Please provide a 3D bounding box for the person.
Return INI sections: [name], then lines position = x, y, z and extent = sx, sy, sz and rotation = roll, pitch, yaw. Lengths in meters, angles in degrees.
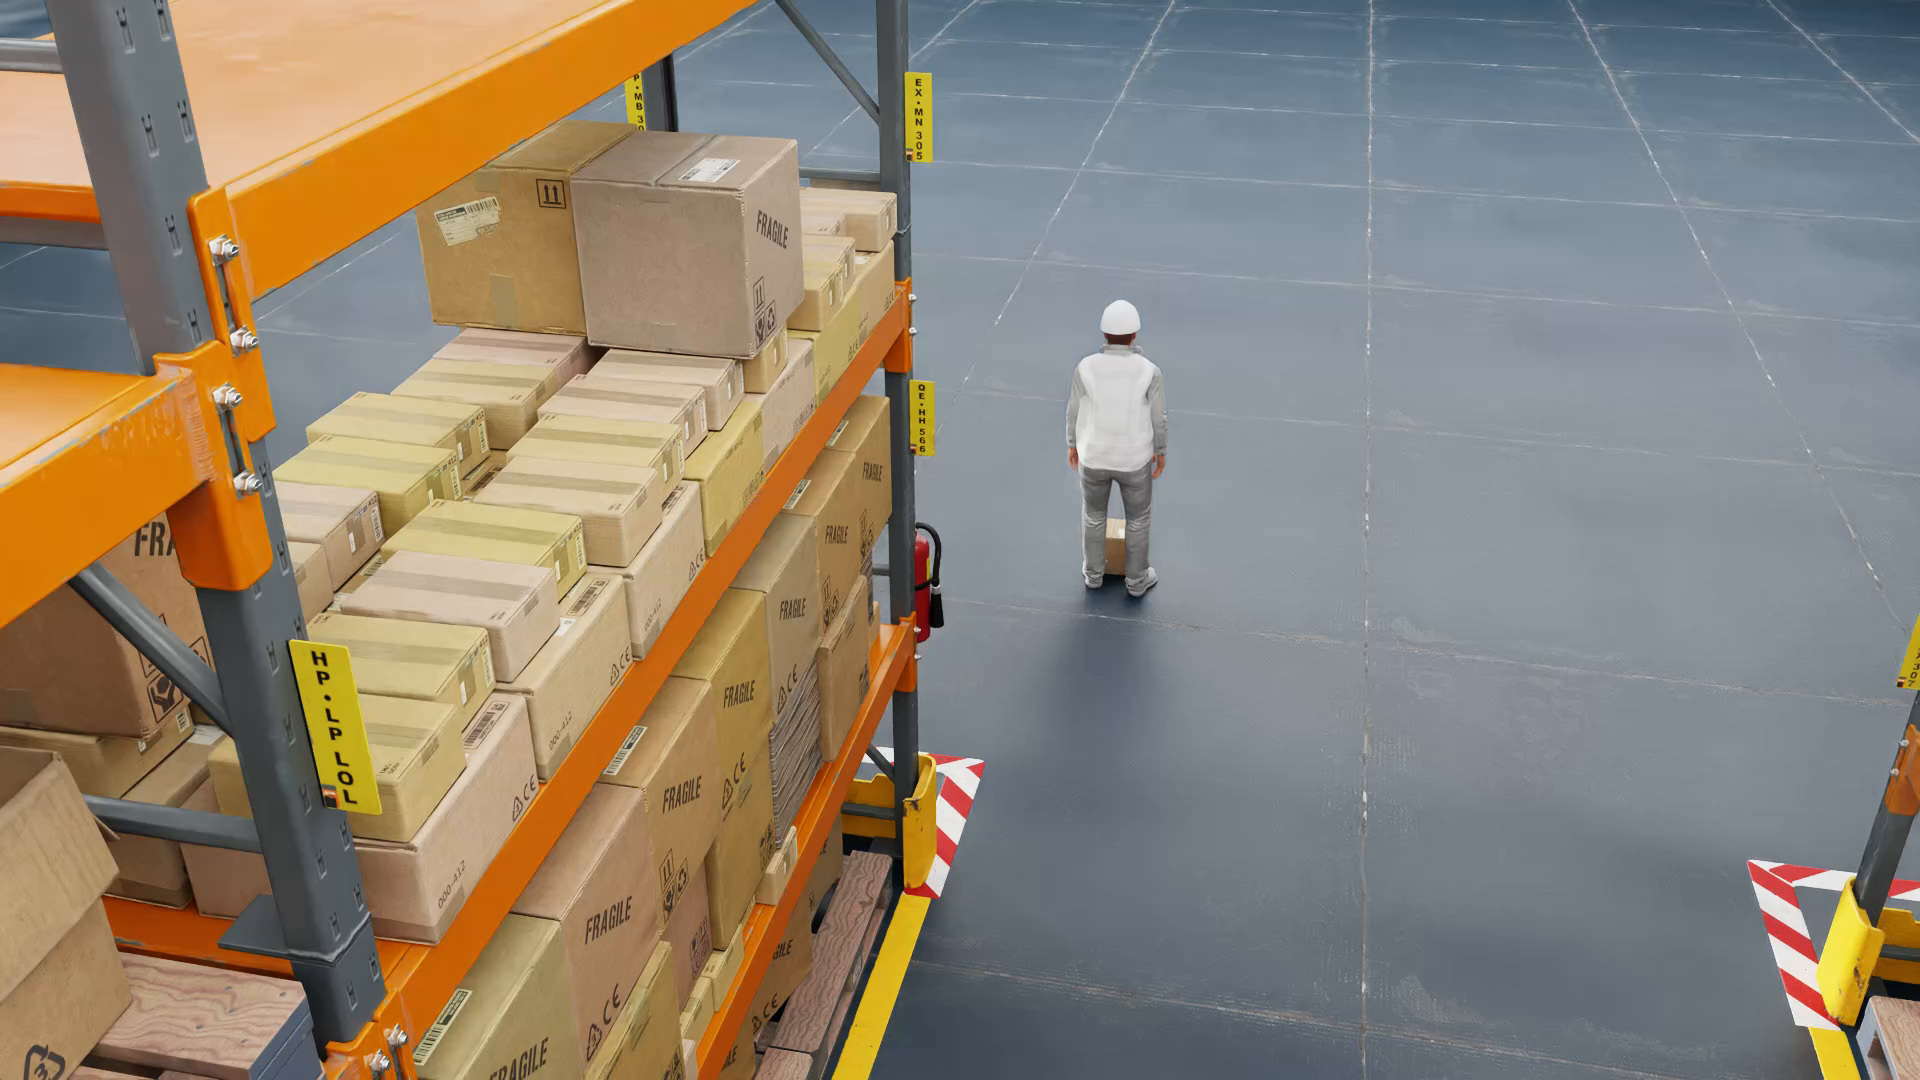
[person]
position = 0.892, -0.506, 9.520
extent = 0.581, 1.771, 0.463
rotation = 6, 29, 11
